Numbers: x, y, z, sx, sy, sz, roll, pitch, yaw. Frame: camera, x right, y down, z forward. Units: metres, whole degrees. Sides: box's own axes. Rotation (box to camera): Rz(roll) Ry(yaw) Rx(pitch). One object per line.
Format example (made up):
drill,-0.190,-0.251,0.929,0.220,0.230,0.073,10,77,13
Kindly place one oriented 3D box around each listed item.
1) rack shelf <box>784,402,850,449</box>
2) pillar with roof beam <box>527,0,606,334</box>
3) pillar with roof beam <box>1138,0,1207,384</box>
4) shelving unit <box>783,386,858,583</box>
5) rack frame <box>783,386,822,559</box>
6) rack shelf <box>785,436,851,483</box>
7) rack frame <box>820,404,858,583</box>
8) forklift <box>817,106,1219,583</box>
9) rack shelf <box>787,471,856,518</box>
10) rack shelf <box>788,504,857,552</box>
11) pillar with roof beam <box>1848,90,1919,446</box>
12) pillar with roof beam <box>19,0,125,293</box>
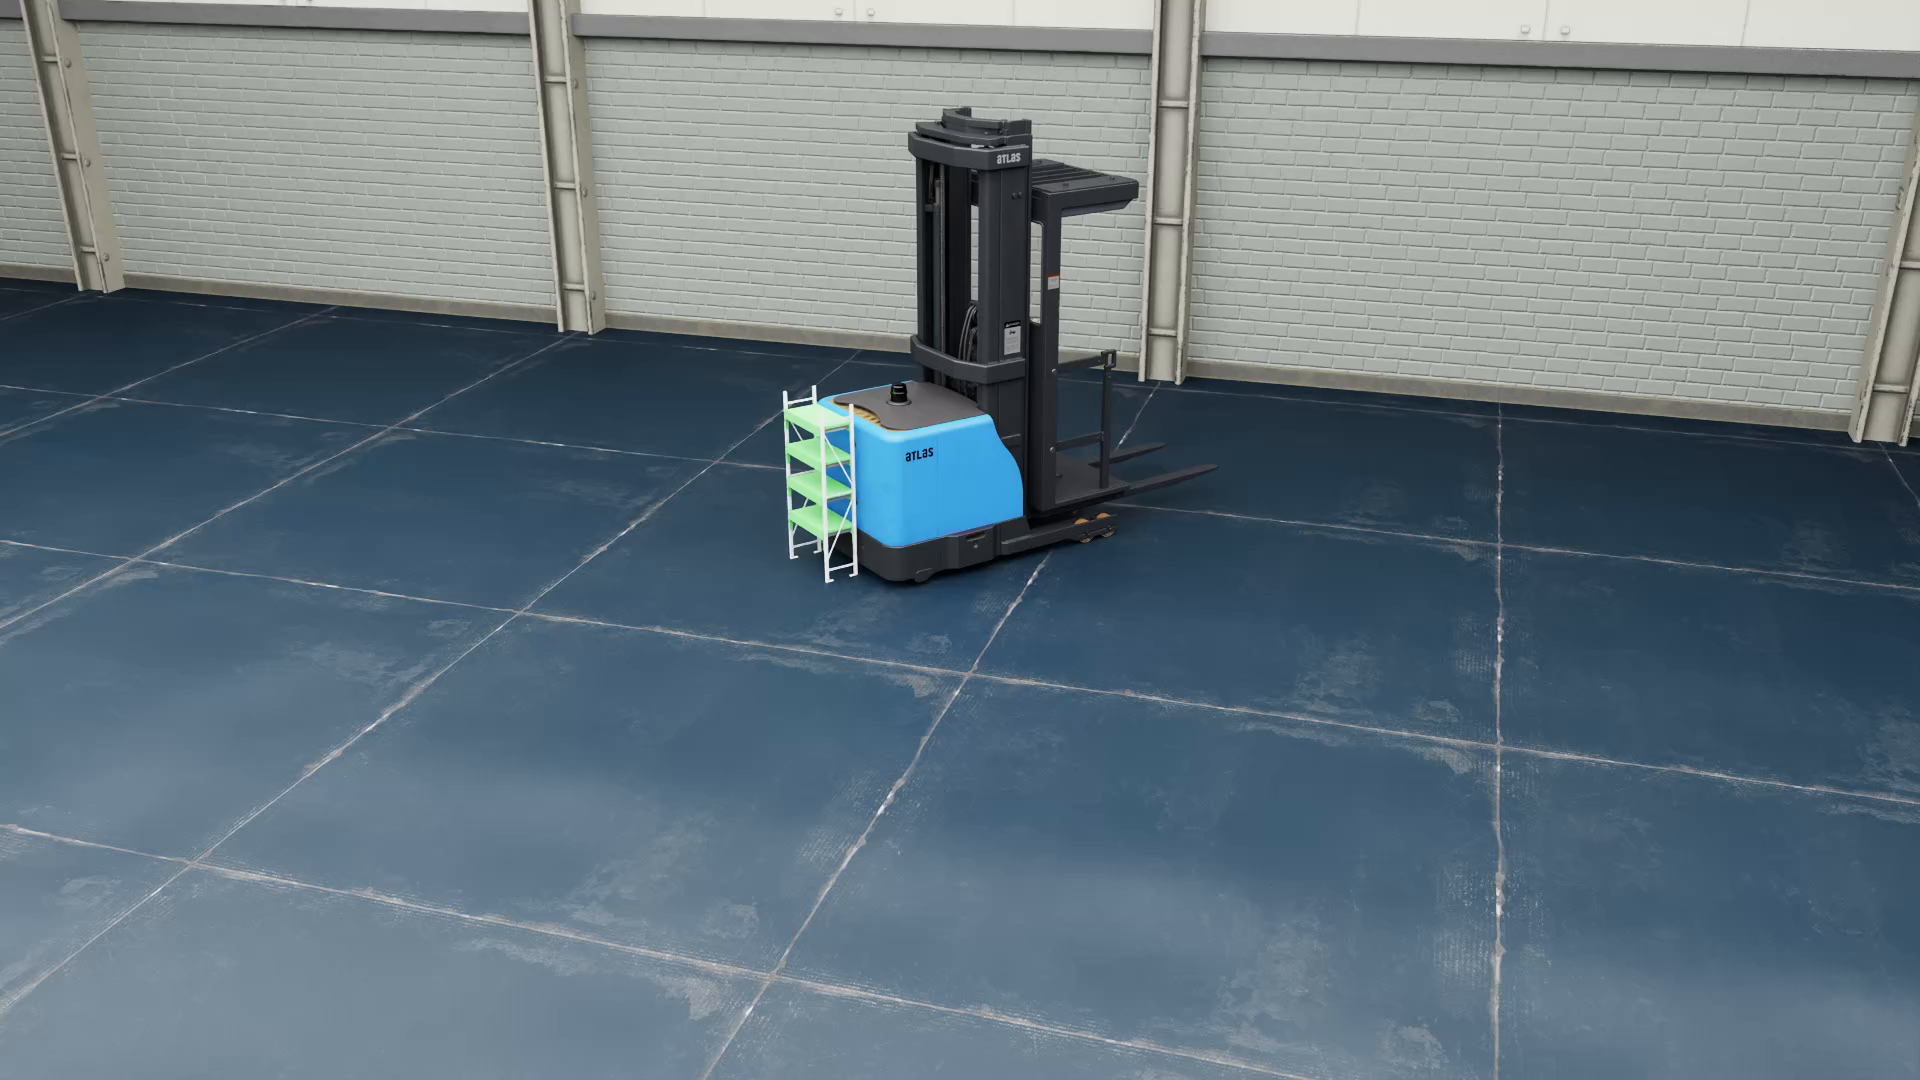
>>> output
rack shelf,-0.930,-0.759,10.943,0.258,0.148,0.480,-14,26,-31
pillar with roof beam,-5.108,-4.760,11.517,0.400,9.000,9.100,7,23,16
pillar with roof beam,0.636,-4.102,9.914,0.400,9.000,9.100,7,23,16
shelving unit,-0.930,-0.374,11.100,0.258,1.200,0.503,-14,26,-31
rack frame,-1.067,-0.451,11.287,0.240,1.200,0.015,-14,26,-31
rack shelf,-0.930,-0.537,11.034,0.258,0.148,0.480,-14,26,-31
rack frame,-0.793,-0.297,10.914,0.240,1.200,0.015,-14,26,-31
forklift,0.517,-1.489,11.538,3.031,2.935,1.130,-14,26,-31
rack shelf,-0.930,-0.315,11.125,0.258,0.148,0.480,-14,26,-31
rack shelf,-0.930,-0.093,11.216,0.258,0.148,0.480,-14,26,-31
pillar with roof beam,6.380,-3.445,8.310,0.400,9.000,9.100,7,23,16
pillar with roof beam,-10.852,-5.418,13.121,0.400,9.000,9.100,7,23,16
